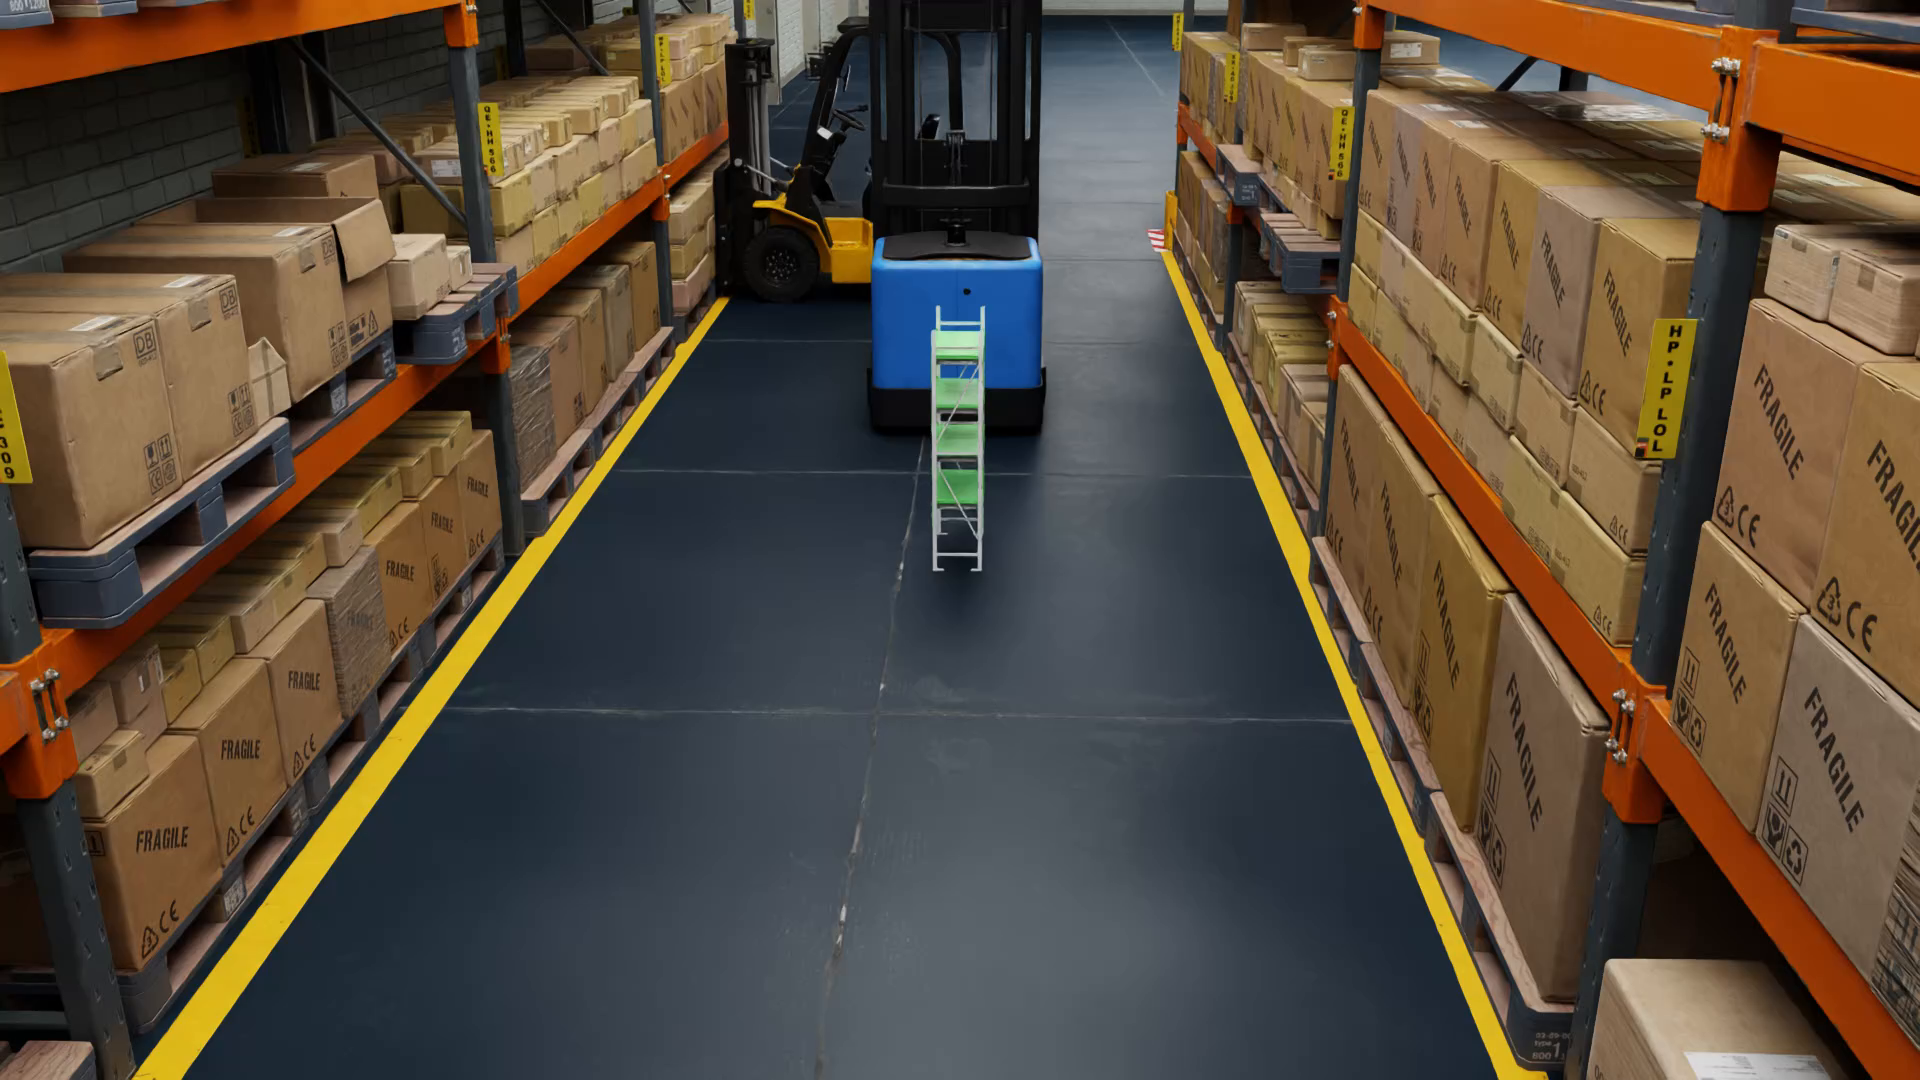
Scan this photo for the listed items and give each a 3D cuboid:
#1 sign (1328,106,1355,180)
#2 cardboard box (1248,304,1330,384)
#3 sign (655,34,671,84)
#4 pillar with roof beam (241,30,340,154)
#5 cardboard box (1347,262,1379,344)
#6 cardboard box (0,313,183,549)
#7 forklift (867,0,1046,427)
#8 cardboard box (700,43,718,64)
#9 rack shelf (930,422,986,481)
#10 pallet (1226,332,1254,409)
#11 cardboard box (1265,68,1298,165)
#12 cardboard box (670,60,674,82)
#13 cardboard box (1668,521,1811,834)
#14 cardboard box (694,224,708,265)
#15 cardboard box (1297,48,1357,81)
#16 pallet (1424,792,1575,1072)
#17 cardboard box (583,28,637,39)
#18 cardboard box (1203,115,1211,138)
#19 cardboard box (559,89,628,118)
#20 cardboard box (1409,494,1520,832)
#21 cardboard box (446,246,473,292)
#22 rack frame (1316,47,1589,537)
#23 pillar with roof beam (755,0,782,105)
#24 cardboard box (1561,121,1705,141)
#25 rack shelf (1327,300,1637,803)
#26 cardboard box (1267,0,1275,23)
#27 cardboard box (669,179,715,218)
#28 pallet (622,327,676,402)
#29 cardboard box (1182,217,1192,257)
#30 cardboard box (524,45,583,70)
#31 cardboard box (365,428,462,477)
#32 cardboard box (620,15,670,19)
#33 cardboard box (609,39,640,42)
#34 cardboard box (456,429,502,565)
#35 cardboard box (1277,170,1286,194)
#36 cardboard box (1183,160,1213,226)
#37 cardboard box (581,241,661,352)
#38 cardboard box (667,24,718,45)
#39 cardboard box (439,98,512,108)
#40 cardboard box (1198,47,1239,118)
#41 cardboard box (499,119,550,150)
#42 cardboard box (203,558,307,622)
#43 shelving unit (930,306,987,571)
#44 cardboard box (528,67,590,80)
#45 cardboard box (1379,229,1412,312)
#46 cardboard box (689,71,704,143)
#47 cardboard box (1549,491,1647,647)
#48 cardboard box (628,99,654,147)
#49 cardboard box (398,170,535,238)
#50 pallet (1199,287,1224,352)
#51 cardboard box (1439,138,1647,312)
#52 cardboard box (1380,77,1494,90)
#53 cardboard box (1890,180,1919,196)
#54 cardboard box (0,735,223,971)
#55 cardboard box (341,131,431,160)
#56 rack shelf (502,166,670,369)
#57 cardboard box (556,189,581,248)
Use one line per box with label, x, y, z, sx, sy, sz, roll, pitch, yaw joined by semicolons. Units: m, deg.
sign;1.724;-1.787;7.497;0.100;0.325;0.005;1;21;2
cardboard box;2.356;-1.249;10.654;0.950;0.372;0.625;2;21;5
sign;-2.031;-3.282;11.349;0.100;0.325;0.005;1;21;2
pillar with roof beam;0.747;-4.566;7.856;9.100;9.000;0.400;1;21;2
cardboard box;2.000;-1.038;7.264;0.500;0.250;0.500;0;21;1
cardboard box;-2.578;-0.304;4.446;0.700;0.500;0.500;1;21;3
forklift;-0.032;-2.535;11.011;1.130;2.935;3.031;0;21;-1
cardboard box;-2.197;-3.984;13.615;0.380;0.149;0.250;1;21;2
rack shelf;-0.005;-0.440;8.181;0.258;0.148;0.480;1;21;2
pallet;2.366;-1.147;11.192;1.003;0.211;1.213;1;21;2
cardboard box;2.039;-2.397;9.430;0.500;0.500;0.500;0;21;-1
cardboard box;-2.314;-3.431;12.189;0.380;0.149;0.250;1;21;2
cardboard box;1.869;0.285;3.510;0.500;0.500;0.500;1;21;3
cardboard box;-2.237;-2.282;12.793;0.500;0.250;0.500;1;21;1
cardboard box;2.034;-2.560;8.953;0.380;0.149;0.250;0;21;-1
pallet;2.093;1.185;5.184;1.003;0.211;1.213;1;21;2
cardboard box;-2.755;-3.942;13.095;0.380;0.149;0.250;1;21;3
cardboard box;2.130;-3.283;13.192;0.380;0.149;0.250;1;21;2
cardboard box;-2.287;-2.726;10.374;0.380;0.149;0.250;0;21;0
cardboard box;2.104;0.408;5.689;0.875;0.875;0.875;1;21;3
cardboard box;-2.331;-1.172;7.169;0.380;0.149;0.250;1;21;3
rack frame;2.267;-1.282;7.686;1.000;3.000;0.127;1;21;2
pillar with roof beam;1.294;-11.074;24.629;9.100;9.000;0.400;1;21;2
cardboard box;2.483;-1.240;6.057;0.500;0.500;0.500;1;21;2
rack shelf;2.206;-0.223;5.952;1.077;0.370;4.000;1;21;2
cardboard box;2.698;-3.902;12.507;0.700;0.500;0.500;0;21;0
cardboard box;-2.216;-2.698;13.173;0.500;0.250;0.500;1;21;3
pallet;-2.557;-1.215;11.367;1.003;0.211;1.213;1;21;2
cardboard box;2.186;-2.615;14.343;0.500;0.250;0.500;1;21;4
cardboard box;-2.866;-3.388;11.667;0.380;0.149;0.250;1;21;2
cardboard box;-2.434;-0.387;7.359;0.380;0.149;0.250;0;21;-1
cardboard box;-2.746;-4.501;14.536;0.380;0.149;0.250;1;21;3
cardboard box;-2.351;-3.569;12.134;0.380;0.149;0.250;0;21;1
cardboard box;-2.493;-0.210;7.799;0.500;0.500;0.500;1;21;3
cardboard box;2.009;-2.043;9.413;0.380;0.149;0.250;0;21;0
cardboard box;2.197;-2.951;14.173;0.500;0.500;0.500;0;21;0
cardboard box;-2.578;-1.681;11.417;0.875;0.625;0.625;2;21;4
cardboard box;-2.190;-4.121;13.557;0.380;0.149;0.250;1;21;3
cardboard box;-2.890;-2.545;9.907;0.380;0.149;0.250;0;21;1
cardboard box;2.184;-3.636;13.203;0.500;0.500;0.500;0;21;1
cardboard box;-2.429;-2.172;8.944;0.380;0.149;0.250;1;21;2
cardboard box;-2.563;0.179;5.900;0.380;0.149;0.250;1;21;4
shelving unit;-0.005;-0.500;8.158;0.258;1.200;0.503;1;21;2
cardboard box;-2.820;-3.249;11.722;0.380;0.149;0.250;1;21;1
cardboard box;1.988;-1.078;6.676;0.500;0.250;0.500;1;21;3
cardboard box;-2.285;-3.357;12.896;0.500;0.500;0.500;0;21;1
cardboard box;1.907;0.069;4.411;0.500;0.250;0.500;0;21;0
cardboard box;-2.333;-2.764;11.022;0.500;0.250;0.500;0;21;0
cardboard box;-2.412;-1.656;8.166;0.500;0.250;0.500;1;21;2
pallet;2.373;-1.671;12.544;1.003;0.211;1.213;1;21;2
cardboard box;1.952;-1.070;5.620;0.500;0.500;0.500;1;21;2
cardboard box;2.530;-2.204;8.931;0.500;0.500;0.500;1;21;3
cardboard box;7.428;-2.142;12.259;0.875;0.875;0.875;1;21;2
cardboard box;-2.577;0.908;4.916;0.500;0.500;0.500;2;21;4
cardboard box;-2.922;-1.993;8.483;0.380;0.149;0.250;1;21;2
rack shelf;-2.634;-1.723;9.817;1.077;0.370;4.000;1;21;2
cardboard box;-2.408;-1.791;9.205;0.500;0.250;0.500;0;21;0
